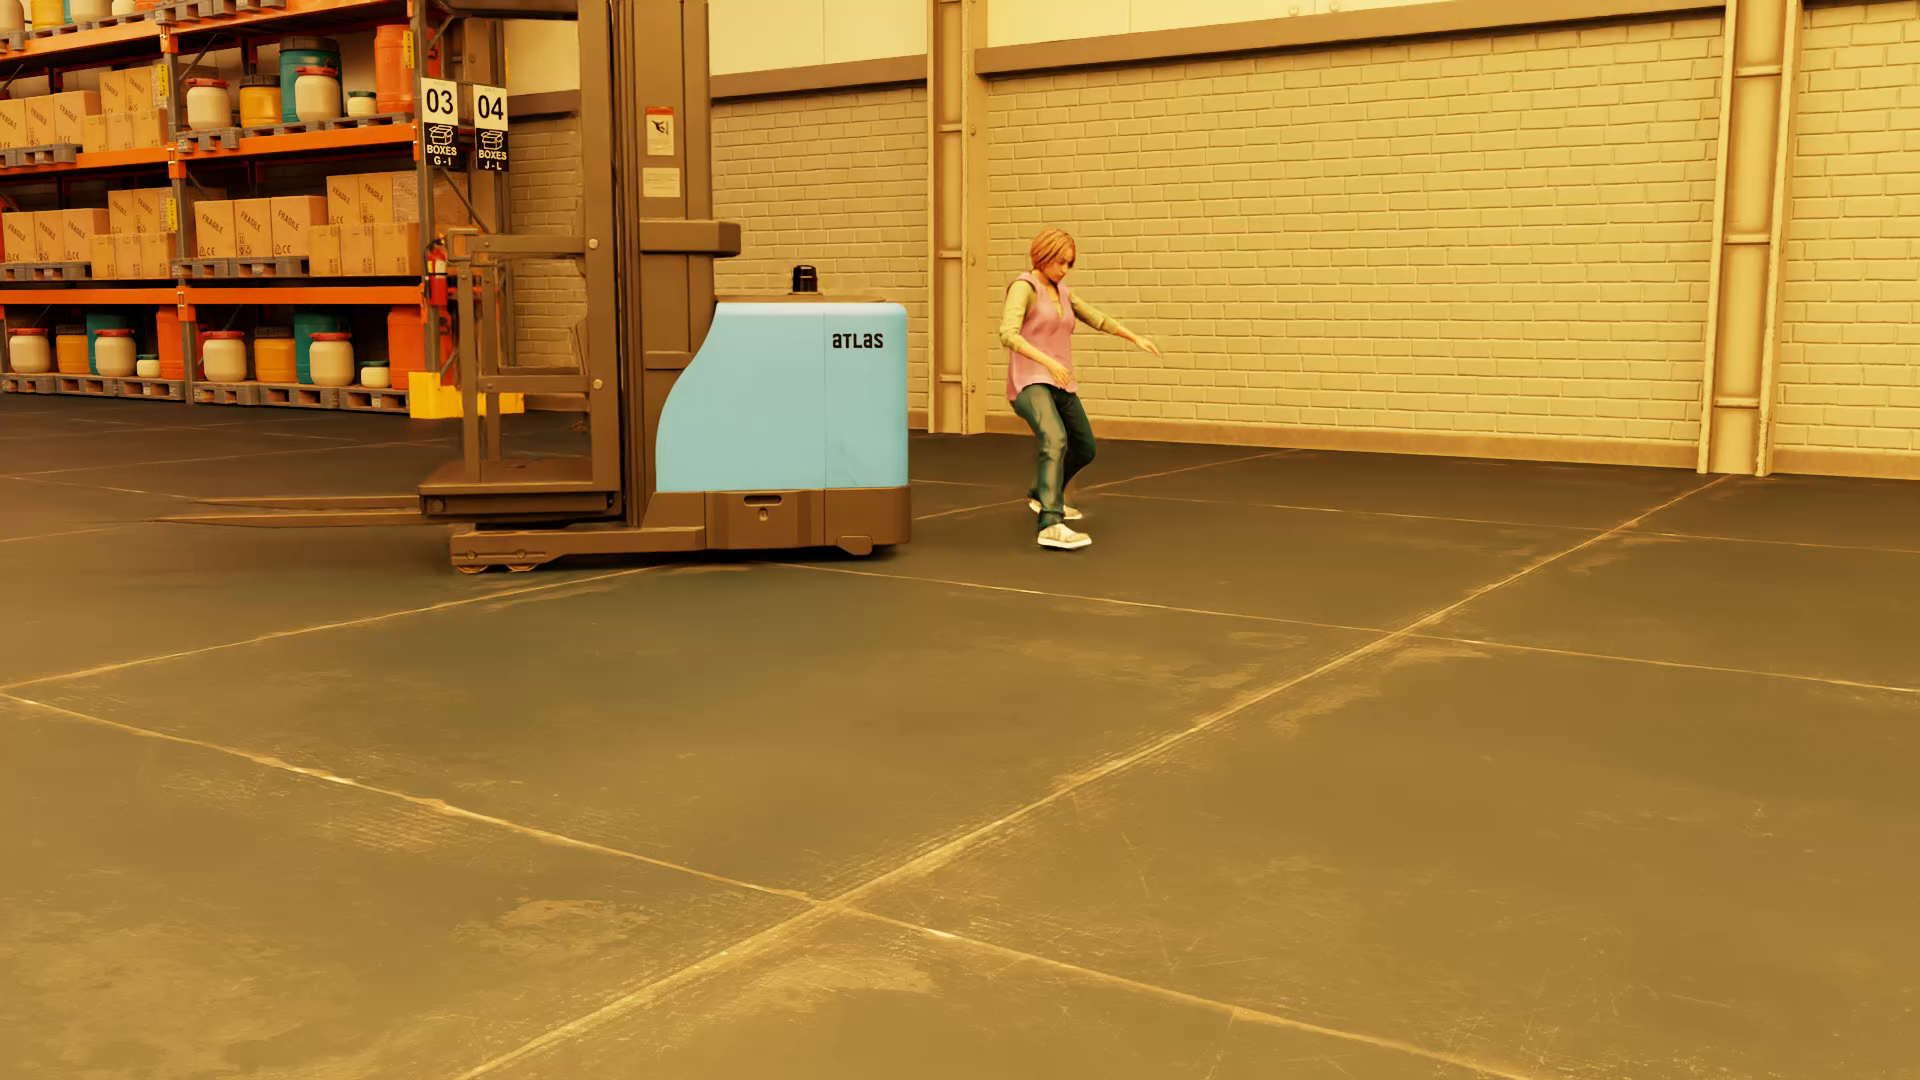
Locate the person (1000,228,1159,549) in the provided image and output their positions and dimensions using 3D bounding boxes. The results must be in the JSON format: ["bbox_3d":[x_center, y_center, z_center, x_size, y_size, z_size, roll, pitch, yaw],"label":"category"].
[{"bbox_3d":[0.495,-0.726,7.728,0.909,1.430,0.986,7,10,39],"label":"person"}]

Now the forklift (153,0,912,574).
[{"bbox_3d":[-1.774,-1.397,7.015,3.031,2.935,1.130,-2,8,-11],"label":"forklift"}]
